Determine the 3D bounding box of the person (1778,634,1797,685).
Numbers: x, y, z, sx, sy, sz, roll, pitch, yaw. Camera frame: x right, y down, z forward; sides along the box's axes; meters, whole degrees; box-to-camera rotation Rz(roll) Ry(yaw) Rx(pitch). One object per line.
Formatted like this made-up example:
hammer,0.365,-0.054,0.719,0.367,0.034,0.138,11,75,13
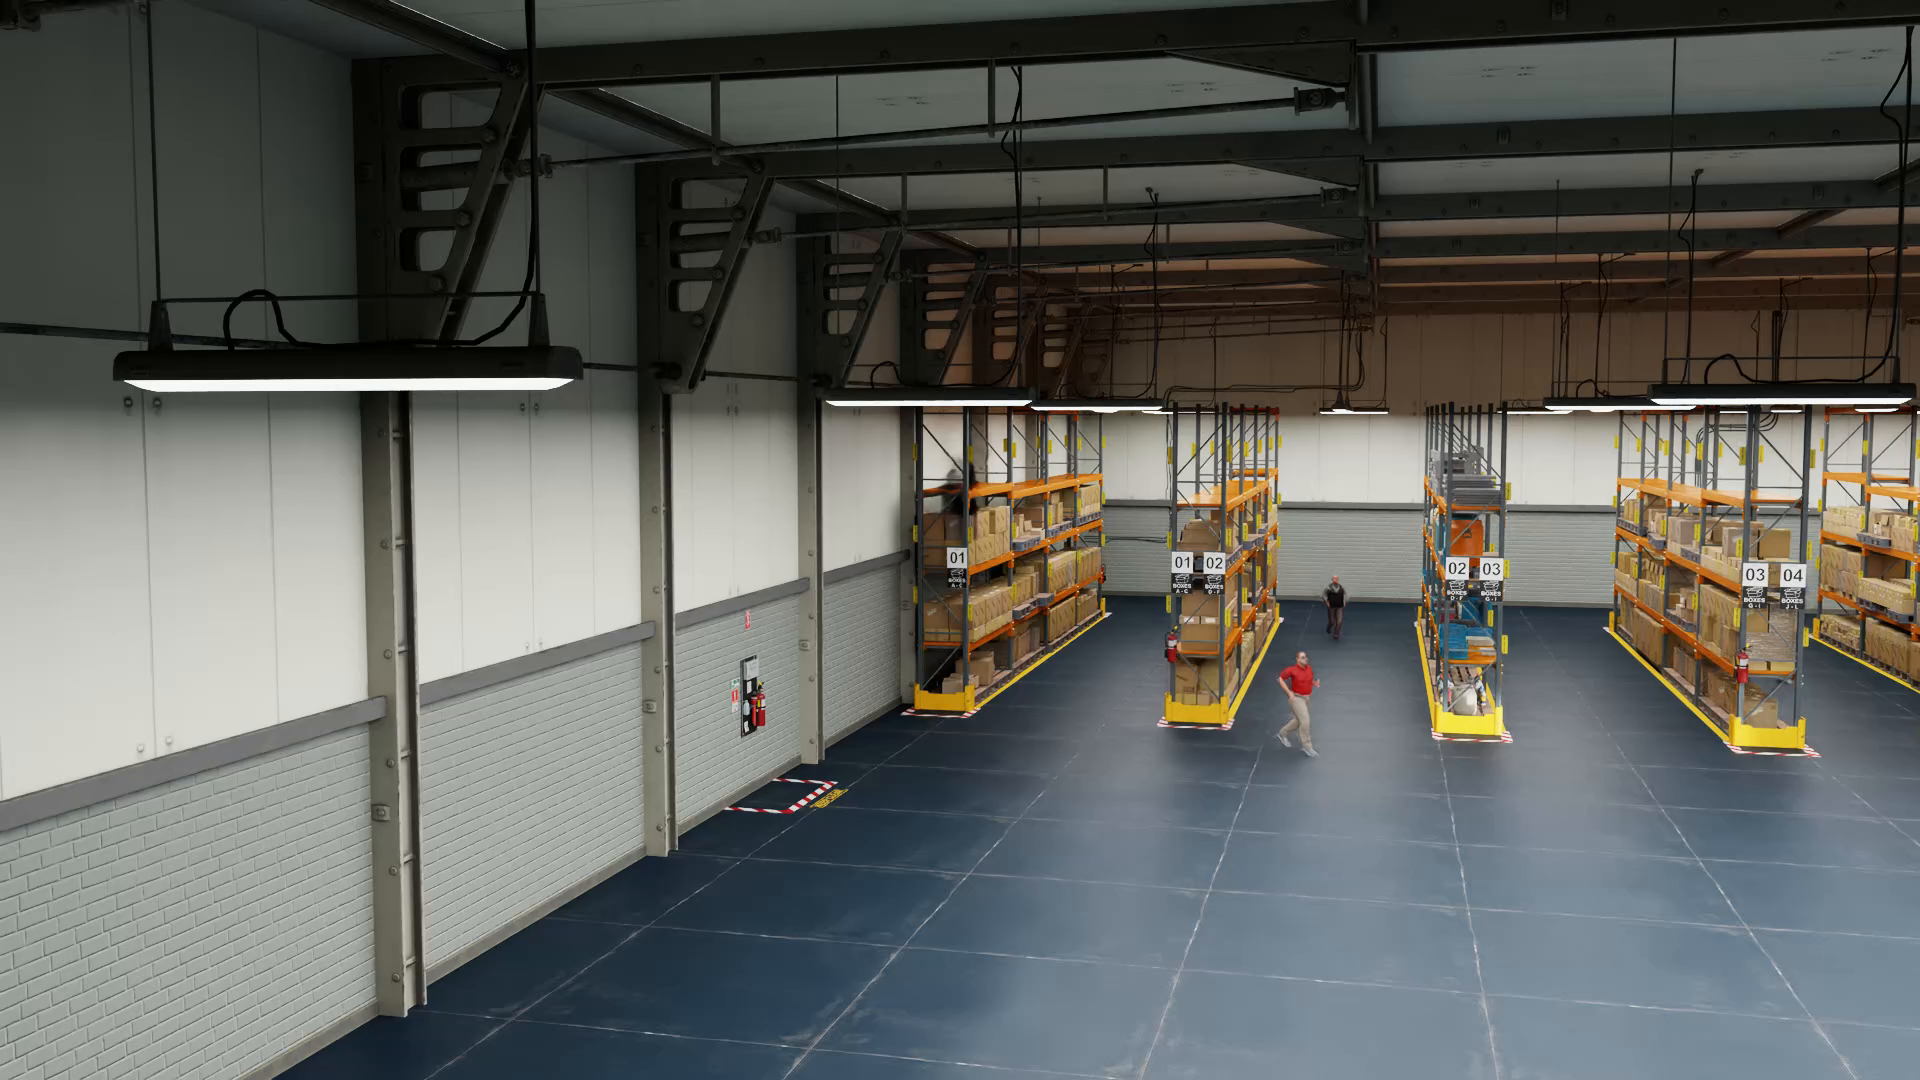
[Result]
person,17.731,2.250,35.736,0.590,1.740,0.726,1,4,13

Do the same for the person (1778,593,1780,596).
person,21.863,1.695,43.963,0.597,1.613,0.620,-1,4,-13

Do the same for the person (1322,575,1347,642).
person,9.630,1.741,42.697,0.660,1.684,0.714,0,4,-2

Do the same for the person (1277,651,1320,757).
person,5.809,2.767,28.402,0.641,1.762,0.893,-4,6,-42
